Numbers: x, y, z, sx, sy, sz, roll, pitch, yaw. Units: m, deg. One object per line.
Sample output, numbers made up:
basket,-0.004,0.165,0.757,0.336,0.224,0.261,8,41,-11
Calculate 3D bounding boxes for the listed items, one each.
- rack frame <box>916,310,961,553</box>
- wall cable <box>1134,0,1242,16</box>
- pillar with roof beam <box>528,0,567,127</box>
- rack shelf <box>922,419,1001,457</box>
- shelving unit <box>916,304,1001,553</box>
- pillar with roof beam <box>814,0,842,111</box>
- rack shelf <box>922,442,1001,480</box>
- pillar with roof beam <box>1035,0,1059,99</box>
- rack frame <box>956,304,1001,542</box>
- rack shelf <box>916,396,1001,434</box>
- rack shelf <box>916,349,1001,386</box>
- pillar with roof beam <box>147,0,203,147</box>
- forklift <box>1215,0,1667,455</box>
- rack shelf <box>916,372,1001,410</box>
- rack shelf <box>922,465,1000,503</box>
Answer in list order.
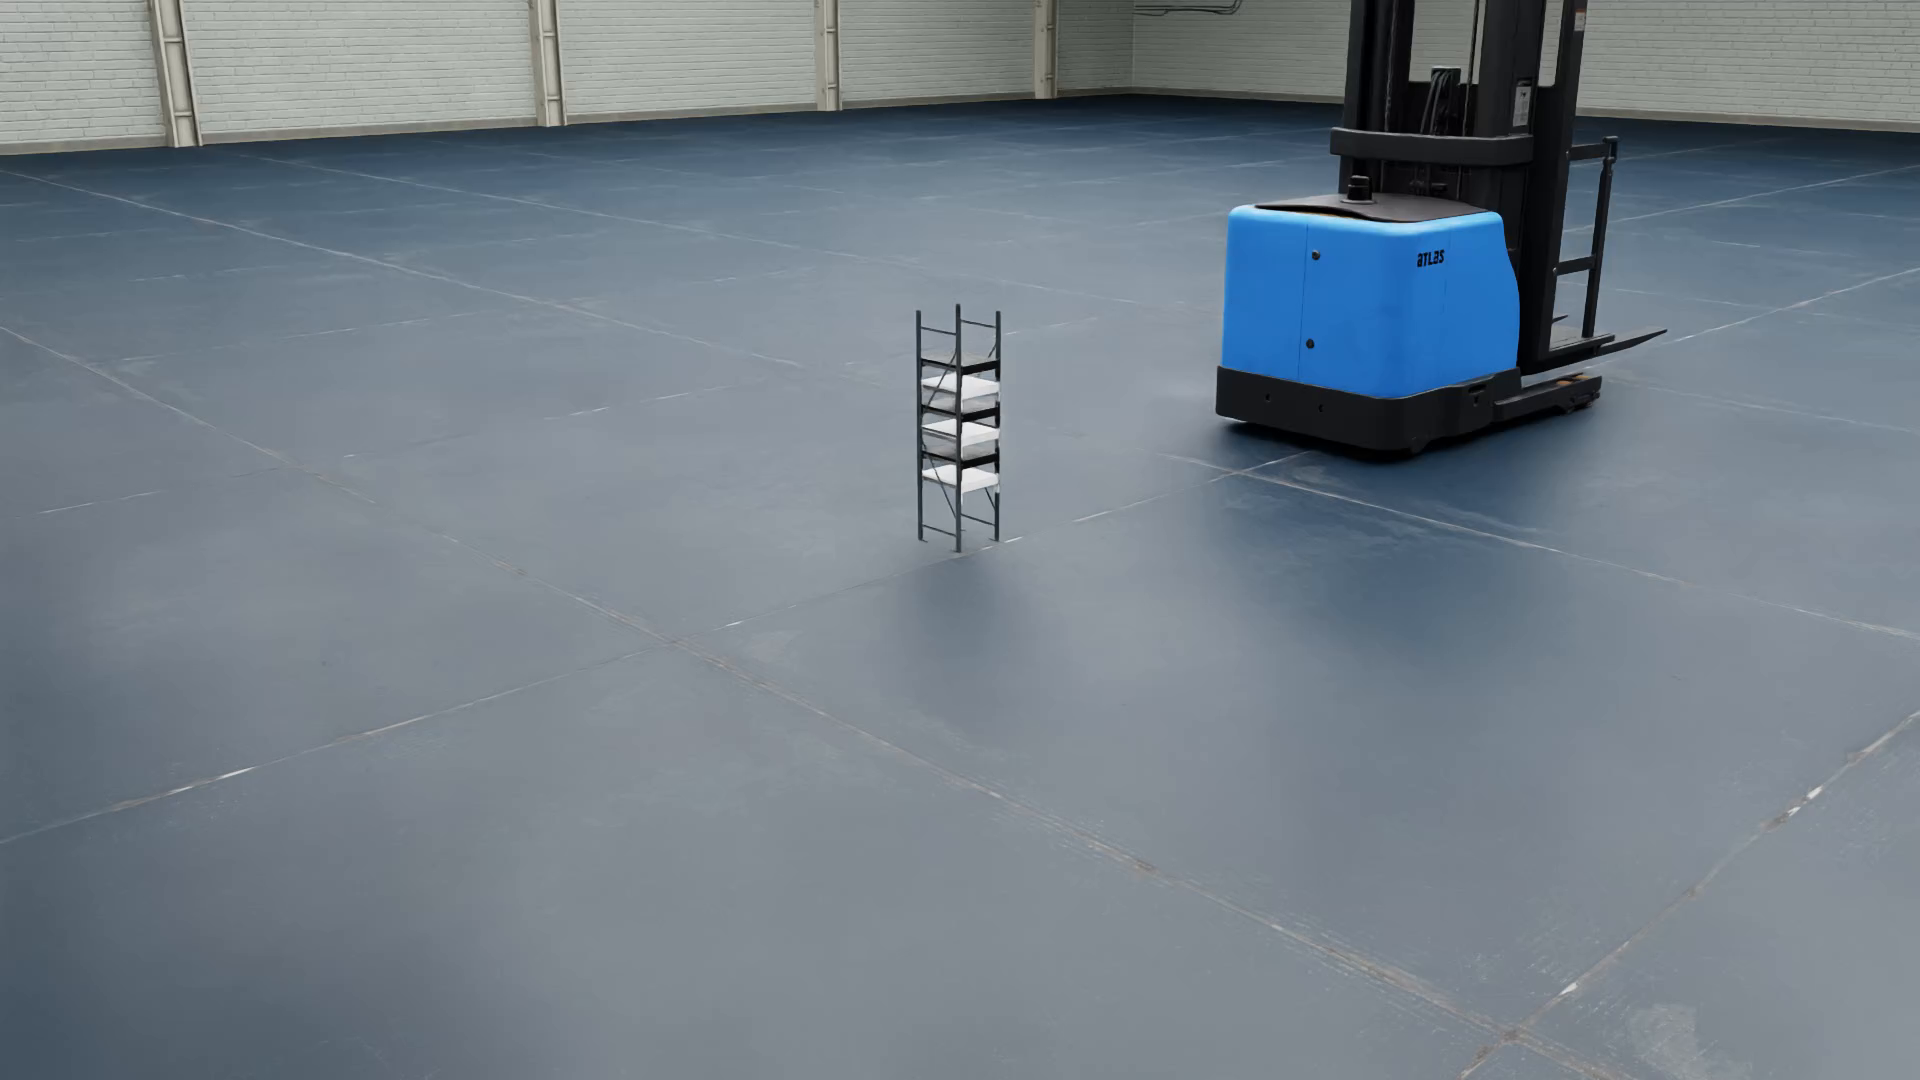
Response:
rack frame,-0.080,-0.405,6.274,0.006,0.900,0.240,-16,24,-41
wall cable,4.898,-12.658,35.969,0.112,2.526,3.097,-16,24,-41
pillar with roof beam,-3.912,-10.300,23.661,0.400,9.000,9.100,-16,24,-41
rack shelf,-0.006,-0.395,6.351,0.200,0.077,0.258,-16,24,-41
shelving unit,-0.006,-0.426,6.341,0.210,0.900,0.258,-16,24,-41
pillar with roof beam,0.447,-11.571,27.582,0.400,9.000,9.100,-16,24,-41
rack shelf,-0.006,-0.309,6.379,0.200,0.077,0.258,-16,24,-41
pillar with roof beam,4.807,-12.842,31.503,0.400,9.000,9.100,-16,24,-41
rack frame,0.068,-0.448,6.407,0.006,0.900,0.240,-16,24,-41
rack shelf,-0.006,-0.480,6.323,0.200,0.077,0.258,-16,24,-41
rack shelf,-0.006,-0.651,6.268,0.200,0.077,0.258,-16,24,-41
pillar with roof beam,-8.272,-9.028,19.739,0.400,9.000,9.100,-16,24,-41
forklift,2.686,-2.147,8.356,3.031,2.935,1.130,-16,24,-40
rack shelf,-0.006,-0.566,6.295,0.200,0.077,0.258,-16,24,-41
rack shelf,-0.006,-0.223,6.406,0.200,0.077,0.258,-16,24,-41
